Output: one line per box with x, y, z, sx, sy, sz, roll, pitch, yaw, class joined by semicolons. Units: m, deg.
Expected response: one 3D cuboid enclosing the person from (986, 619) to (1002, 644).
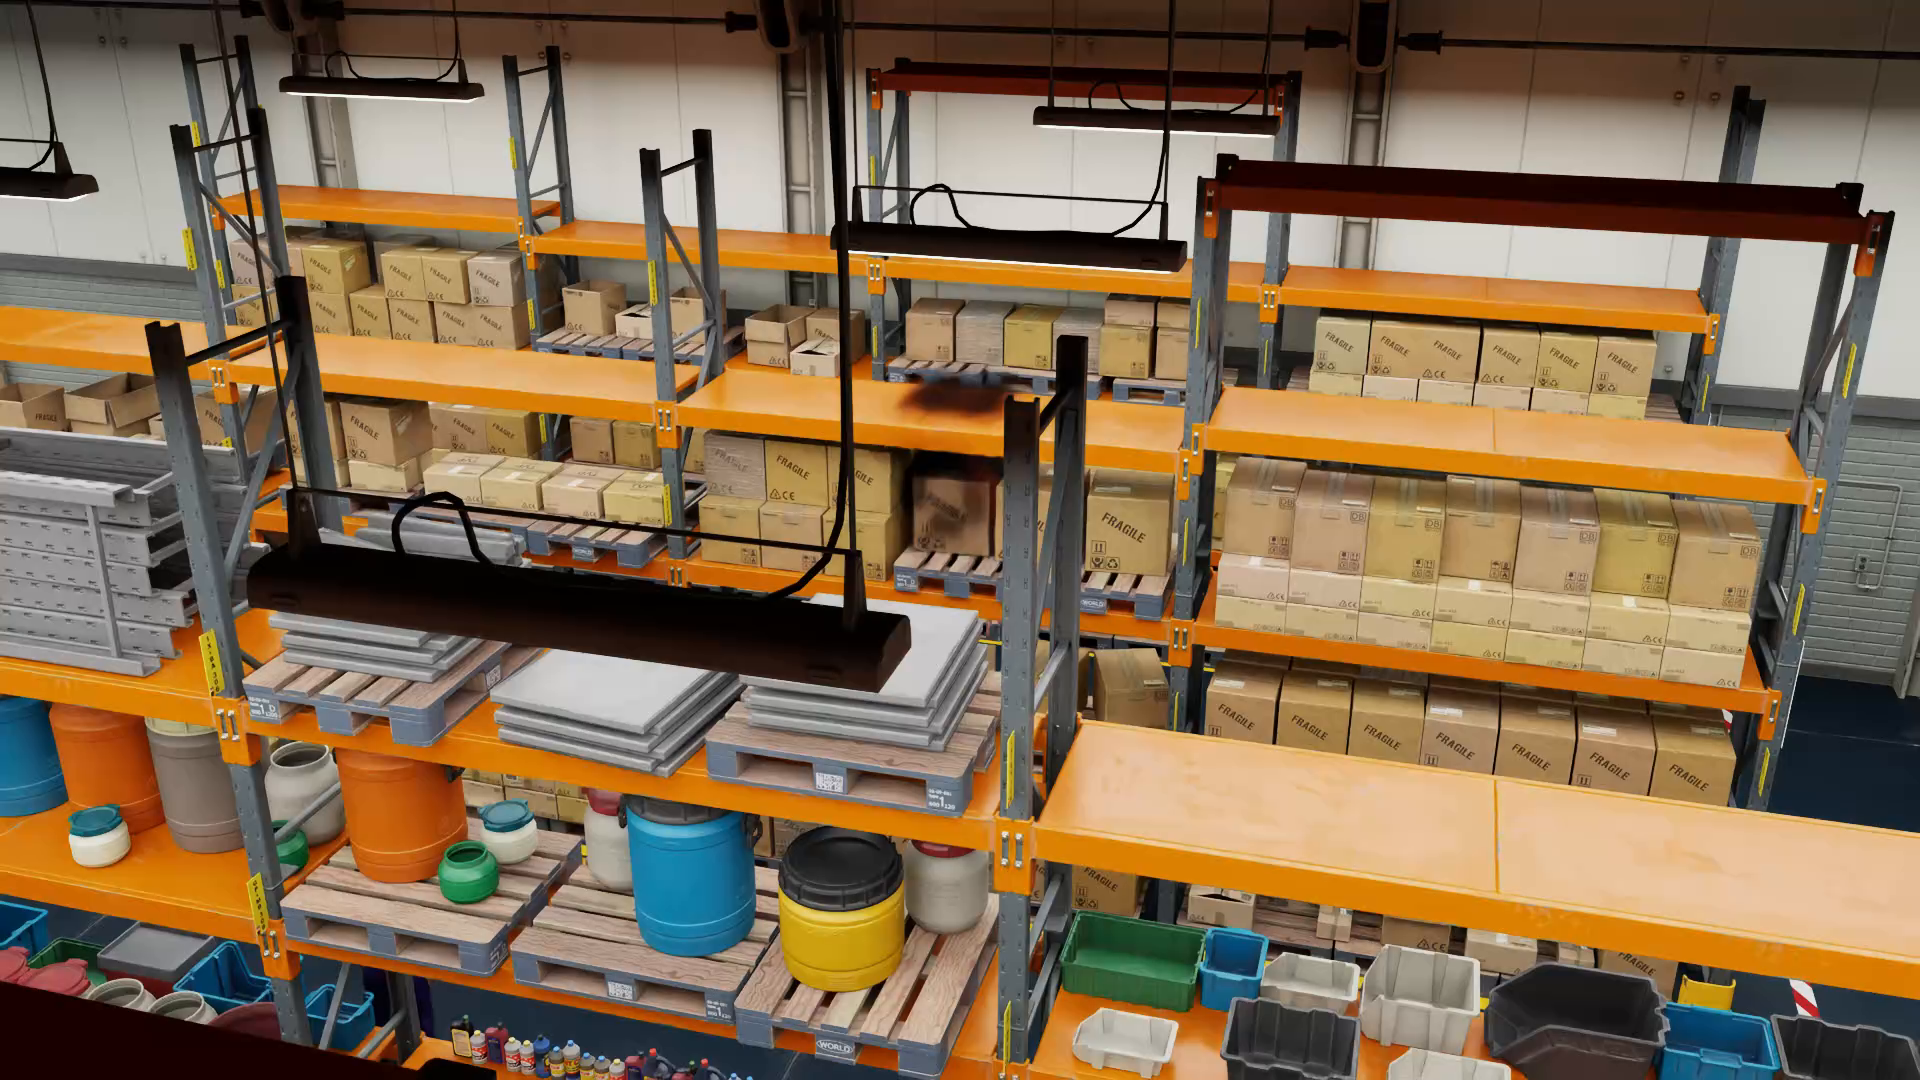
0.474;0.899;16.604;0.446;1.622;0.461;-11;25;-25;person

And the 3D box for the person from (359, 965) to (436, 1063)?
-3.895;3.005;11.479;0.550;1.537;0.403;0;23;1;person
